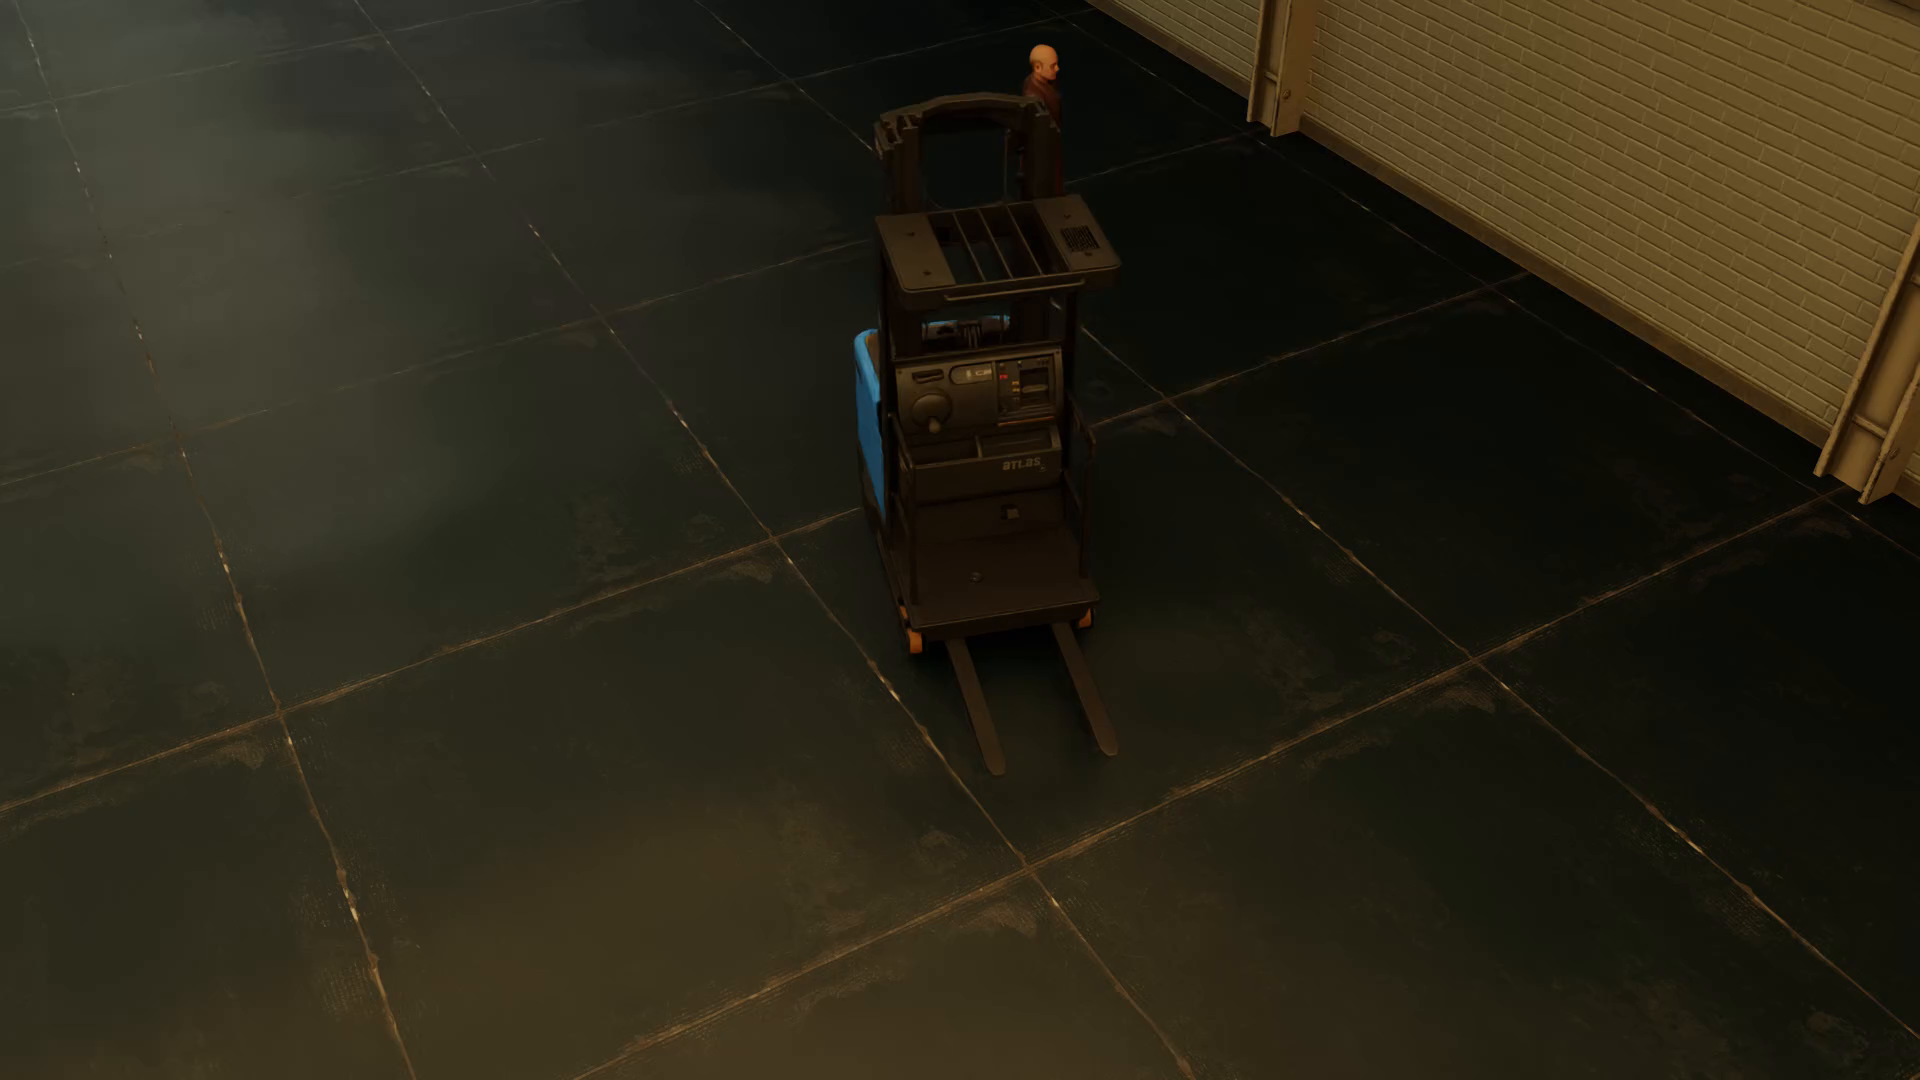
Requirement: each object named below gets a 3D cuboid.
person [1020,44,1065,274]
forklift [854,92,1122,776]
[{"bbox_3d":[0.638,-2.802,12.315,0.421,1.782,0.643,1,40,1],"label":"person"},{"bbox_3d":[0.161,-0.738,8.925,1.130,2.935,3.031,-8,40,-10],"label":"forklift"}]
